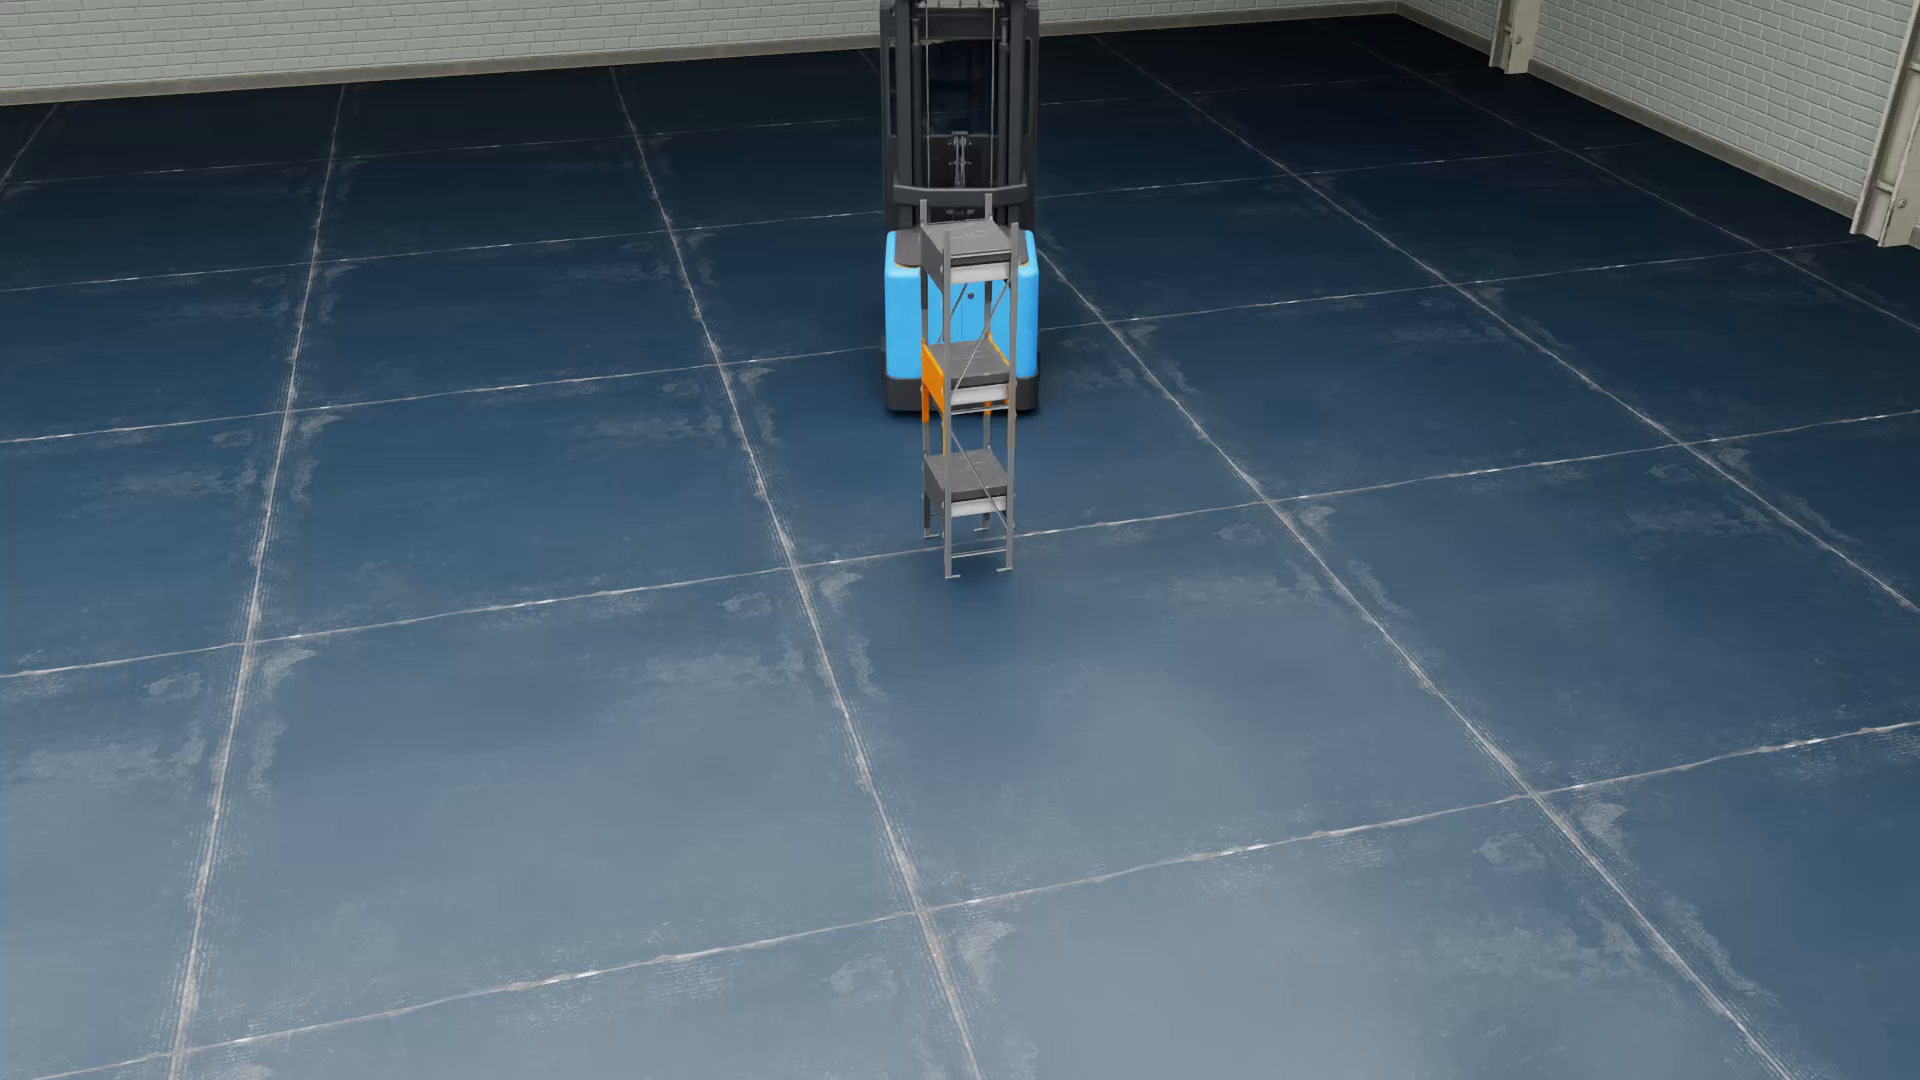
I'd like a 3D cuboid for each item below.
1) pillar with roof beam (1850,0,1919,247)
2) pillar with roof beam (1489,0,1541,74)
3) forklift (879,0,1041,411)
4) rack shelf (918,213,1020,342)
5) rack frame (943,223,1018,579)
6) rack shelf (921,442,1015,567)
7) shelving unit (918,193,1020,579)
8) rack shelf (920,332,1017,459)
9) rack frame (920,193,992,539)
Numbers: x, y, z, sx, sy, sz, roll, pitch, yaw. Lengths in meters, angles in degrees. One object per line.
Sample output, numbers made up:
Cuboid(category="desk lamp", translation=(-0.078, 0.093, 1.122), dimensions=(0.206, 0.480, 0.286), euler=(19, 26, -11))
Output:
Cuboid(category="pillar with roof beam", translation=(3.896, -5.965, 11.303), dimensions=(9.100, 9.000, 0.400), euler=(-8, 31, -13))
Cuboid(category="pillar with roof beam", translation=(2.303, -8.862, 16.310), dimensions=(9.100, 9.000, 0.400), euler=(-8, 31, -13))
Cuboid(category="forklift", translation=(-0.008, -2.849, 11.978), dimensions=(1.130, 2.935, 3.031), euler=(0, 30, -1))
Cuboid(category="rack shelf", translation=(0.044, -1.423, 8.973), dimensions=(0.431, 0.518, 0.480), euler=(-8, 31, -13))
Cuboid(category="rack frame", translation=(0.109, -0.711, 9.113), dimensions=(0.400, 2.100, 0.015), euler=(-8, 31, -13))
Cuboid(category="rack shelf", translation=(0.044, -0.211, 9.674), dimensions=(0.431, 0.518, 0.480), euler=(-8, 31, -13))
Cuboid(category="shelving unit", translation=(0.044, -0.829, 9.317), dimensions=(0.431, 2.100, 0.503), euler=(-8, 31, -13))
Cuboid(category="rack shelf", translation=(0.044, -0.817, 9.324), dimensions=(0.431, 0.518, 0.480), euler=(-8, 31, -13))
Cuboid(category="rack frame", translation=(-0.021, -0.947, 9.521), dimensions=(0.400, 2.100, 0.015), euler=(-8, 31, -13))
